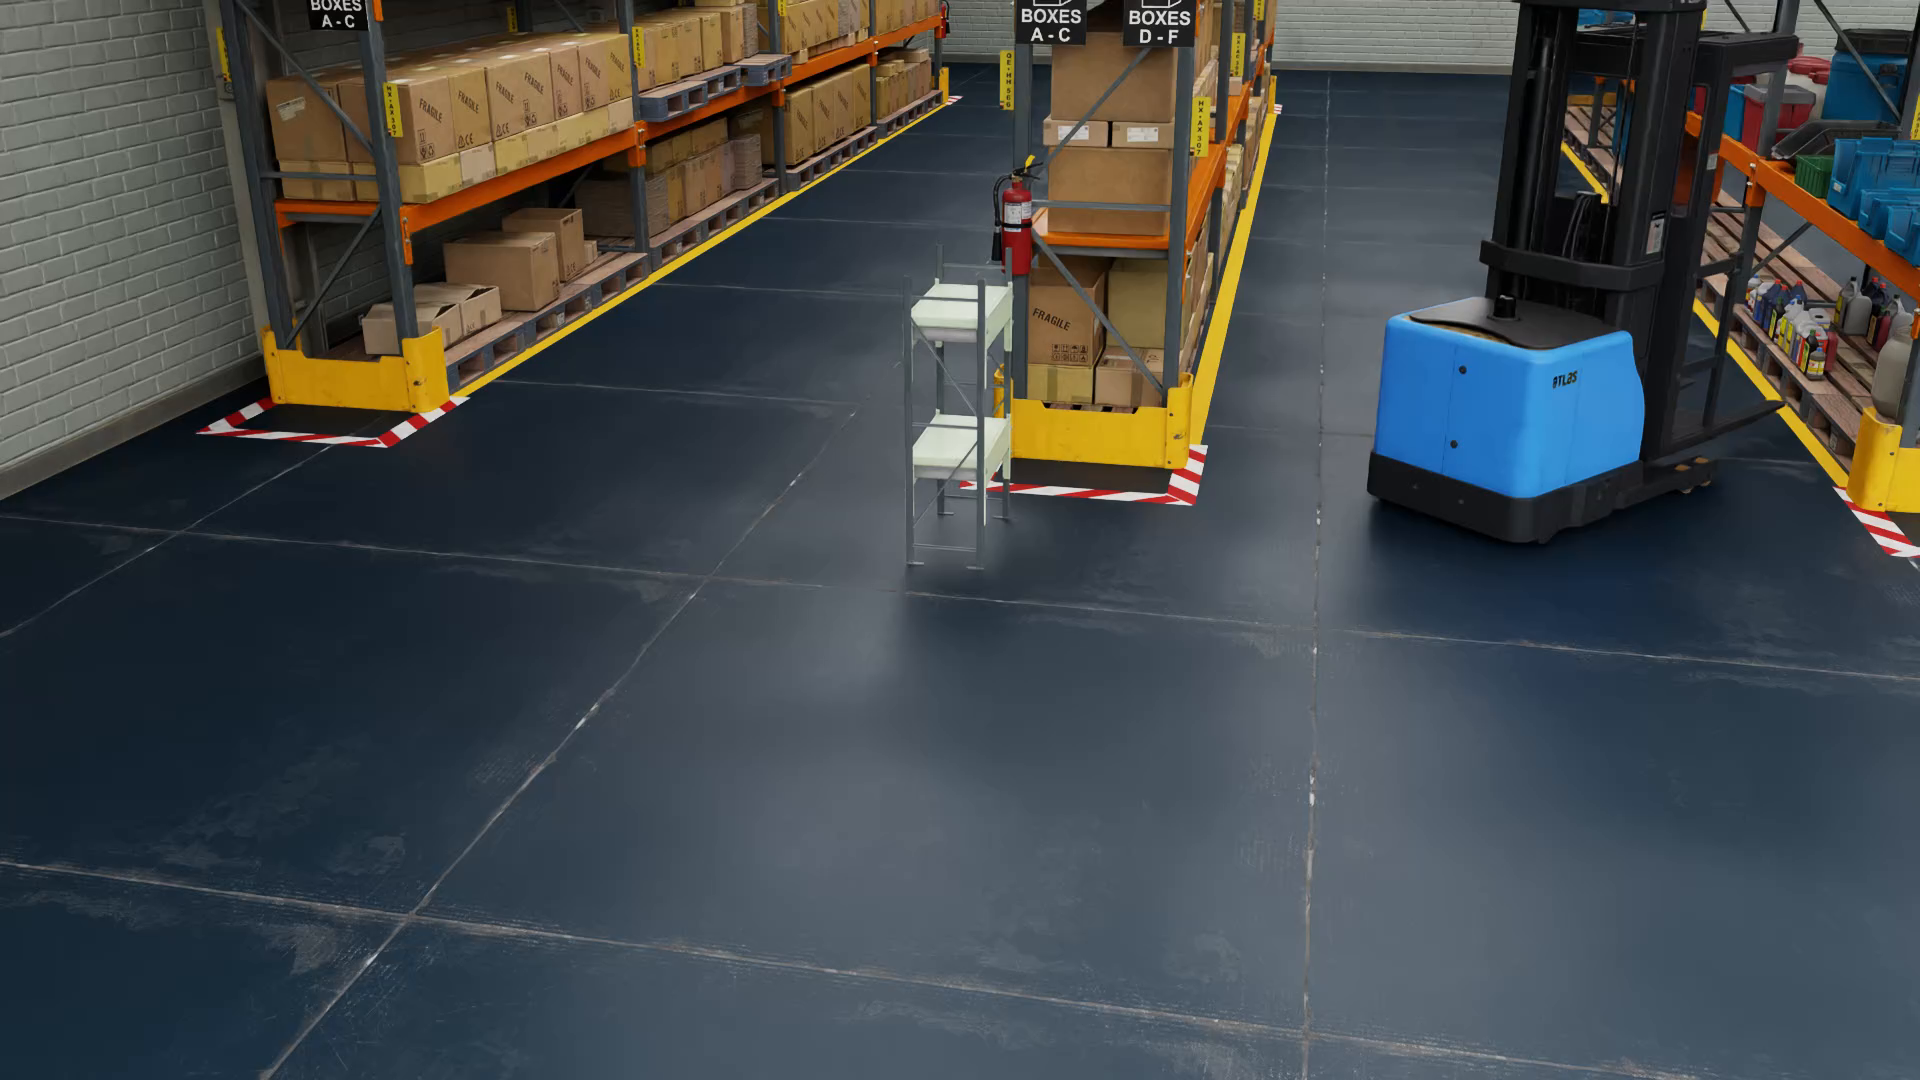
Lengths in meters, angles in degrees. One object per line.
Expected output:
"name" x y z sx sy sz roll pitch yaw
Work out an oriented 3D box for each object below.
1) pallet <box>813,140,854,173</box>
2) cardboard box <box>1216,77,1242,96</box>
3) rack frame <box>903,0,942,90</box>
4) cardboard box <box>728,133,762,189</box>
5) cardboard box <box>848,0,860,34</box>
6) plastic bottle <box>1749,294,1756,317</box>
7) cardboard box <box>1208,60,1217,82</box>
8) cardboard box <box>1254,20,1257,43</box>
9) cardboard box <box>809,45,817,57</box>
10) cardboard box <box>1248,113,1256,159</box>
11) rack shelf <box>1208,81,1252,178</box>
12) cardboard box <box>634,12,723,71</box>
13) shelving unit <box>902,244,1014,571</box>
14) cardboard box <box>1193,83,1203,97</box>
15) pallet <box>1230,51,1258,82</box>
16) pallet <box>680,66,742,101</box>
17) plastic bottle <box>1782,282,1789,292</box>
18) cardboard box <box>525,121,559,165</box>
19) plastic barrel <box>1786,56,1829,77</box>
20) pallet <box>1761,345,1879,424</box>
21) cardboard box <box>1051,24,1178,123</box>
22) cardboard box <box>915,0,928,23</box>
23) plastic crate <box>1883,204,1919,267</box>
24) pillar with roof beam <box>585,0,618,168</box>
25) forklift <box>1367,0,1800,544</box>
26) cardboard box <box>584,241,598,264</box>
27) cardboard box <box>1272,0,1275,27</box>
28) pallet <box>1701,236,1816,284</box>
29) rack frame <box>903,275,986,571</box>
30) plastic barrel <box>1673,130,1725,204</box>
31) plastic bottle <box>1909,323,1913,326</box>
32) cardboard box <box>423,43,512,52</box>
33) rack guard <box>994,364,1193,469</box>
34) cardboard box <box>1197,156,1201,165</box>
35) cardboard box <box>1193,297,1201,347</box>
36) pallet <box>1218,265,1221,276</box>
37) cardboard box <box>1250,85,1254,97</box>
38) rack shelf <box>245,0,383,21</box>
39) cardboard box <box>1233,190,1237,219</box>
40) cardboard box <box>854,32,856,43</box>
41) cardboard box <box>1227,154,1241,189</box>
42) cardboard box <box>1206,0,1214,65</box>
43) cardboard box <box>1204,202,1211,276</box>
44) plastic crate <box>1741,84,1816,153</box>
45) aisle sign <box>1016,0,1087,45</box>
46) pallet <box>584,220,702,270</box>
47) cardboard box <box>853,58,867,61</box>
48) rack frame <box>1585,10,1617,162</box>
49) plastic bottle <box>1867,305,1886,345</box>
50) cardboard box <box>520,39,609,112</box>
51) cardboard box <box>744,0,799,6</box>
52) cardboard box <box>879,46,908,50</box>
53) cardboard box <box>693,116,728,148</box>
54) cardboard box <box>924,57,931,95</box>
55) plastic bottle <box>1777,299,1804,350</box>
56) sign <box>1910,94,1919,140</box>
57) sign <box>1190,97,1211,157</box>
"pallet" -1.926 -4.661 20.143 1.003 0.211 1.213 4 22 11
"cardboard box" 2.526 -4.384 16.060 0.380 0.149 0.250 4 22 11
"rack frame" -0.779 -8.152 25.081 1.000 3.000 0.127 4 22 11
"cardboard box" -2.507 -4.004 17.537 0.700 0.500 0.500 5 22 12
"cardboard box" -1.537 -6.508 20.438 0.500 0.500 0.500 5 22 11
"plastic bottle" 5.935 -1.757 12.358 0.097 0.201 0.097 0 22 0
"cardboard box" 1.777 -3.619 12.822 0.380 0.149 0.250 4 22 11
"cardboard box" 2.955 -5.904 18.801 0.700 0.500 0.500 -1 22 -3
"cardboard box" -1.882 -5.695 19.288 0.380 0.149 0.250 5 22 12
"cardboard box" 3.122 -4.606 19.032 0.500 0.500 0.500 4 22 9
"rack shelf" 2.031 -3.785 15.200 1.077 0.370 4.000 4 22 11
"cardboard box" -2.730 -4.847 16.151 0.700 0.500 0.500 4 22 11
"shelving unit" -0.001 -0.693 8.567 0.431 1.500 0.755 4 22 11
"cardboard box" 1.465 -3.057 11.428 0.380 0.149 0.250 5 23 13
"pallet" 2.508 -5.015 17.546 1.213 0.211 1.003 4 22 11
"pallet" -2.775 -4.411 16.046 1.003 0.211 1.213 4 22 11
"plastic bottle" 6.042 -1.741 12.209 0.061 0.283 0.133 4 22 11
"cardboard box" -3.326 -2.956 12.353 0.500 0.250 0.500 5 22 11
"plastic barrel" 7.119 -3.831 14.169 0.433 0.535 0.433 0 22 0
"pallet" 6.046 -1.025 11.116 1.003 0.211 1.213 4 22 11
"cardboard box" 0.925 -2.762 9.826 0.700 0.500 0.500 5 22 11
"cardboard box" -1.011 -7.837 23.897 0.980 0.700 0.700 4 22 10
"plastic crate" 5.464 -1.682 9.215 0.499 0.251 0.616 4 22 11
"pillar with roof beam" 0.691 -7.272 14.864 9.100 9.000 0.400 4 22 11
"forklift" 3.761 -1.763 9.307 3.031 2.935 1.130 -16 27 -35
"cardboard box" -3.307 -2.456 14.139 0.380 0.166 0.250 2 22 4
"cardboard box" 4.037 -7.266 22.746 0.500 0.500 0.500 5 22 11
"pallet" 6.840 -2.453 14.661 1.003 0.211 1.213 4 22 11
"rack frame" -0.076 -0.559 8.235 0.400 1.500 0.023 4 22 11
"plastic barrel" 7.370 -3.840 16.715 0.600 0.830 0.708 4 22 11
"plastic bottle" 6.462 -1.359 11.277 0.097 0.271 0.097 0 22 0
"cardboard box" -3.744 -3.525 12.760 0.500 0.500 0.500 5 22 12
"rack guard" 0.802 -0.756 10.062 1.175 0.500 0.348 4 22 11
"cardboard box" 1.437 -3.078 12.346 0.700 0.500 0.500 4 22 10
"cardboard box" 1.441 -1.572 11.859 0.500 0.250 0.500 4 22 11
"pallet" 1.735 -2.366 14.447 1.003 0.211 1.213 4 22 11
"cardboard box" 3.633 -6.047 22.605 0.797 0.503 0.637 4 22 11
"rack shelf" -3.636 -4.090 11.941 1.077 0.370 4.000 4 22 11
"cardboard box" 2.363 -3.186 15.868 0.500 0.250 0.500 5 22 12
"cardboard box" -1.512 -6.252 20.671 0.380 0.149 0.250 5 23 13
"cardboard box" 2.473 -3.629 16.217 0.500 0.311 0.500 4 22 10
"cardboard box" 1.538 -3.873 12.584 0.700 0.500 0.500 5 22 11
"cardboard box" 1.629 -2.286 12.630 0.500 0.500 0.500 4 22 11
"plastic crate" 6.270 -3.239 12.794 0.402 0.464 0.583 4 22 11
"aisle sign" 0.506 -3.129 9.127 0.394 0.787 0.004 4 22 11
"pallet" -3.070 -2.755 15.412 1.003 0.211 1.213 4 22 11
"cardboard box" -1.355 -6.635 23.229 0.380 0.149 0.250 5 22 11
"rack frame" 8.103 -5.934 19.573 1.000 3.000 0.127 4 22 11
"plastic bottle" 6.411 -1.505 11.623 0.061 0.283 0.133 4 22 11
"cardboard box" -3.118 -3.672 13.126 0.500 0.500 0.500 4 22 11
"cardboard box" -2.060 -5.925 17.987 0.500 0.250 0.500 5 22 12
"cardboard box" -0.994 -7.286 24.845 0.380 0.149 0.250 5 22 11
"cardboard box" -2.685 -4.148 16.891 0.500 0.250 0.500 5 22 12
"cardboard box" -0.824 -6.924 24.815 0.700 0.500 0.500 4 22 11
"plastic bottle" 5.775 -1.496 11.509 0.144 0.351 0.185 4 22 10
"sign" 7.007 -3.091 12.143 0.100 0.325 0.005 4 22 11
"sign" 1.349 -2.318 9.330 0.100 0.325 0.005 4 22 11
